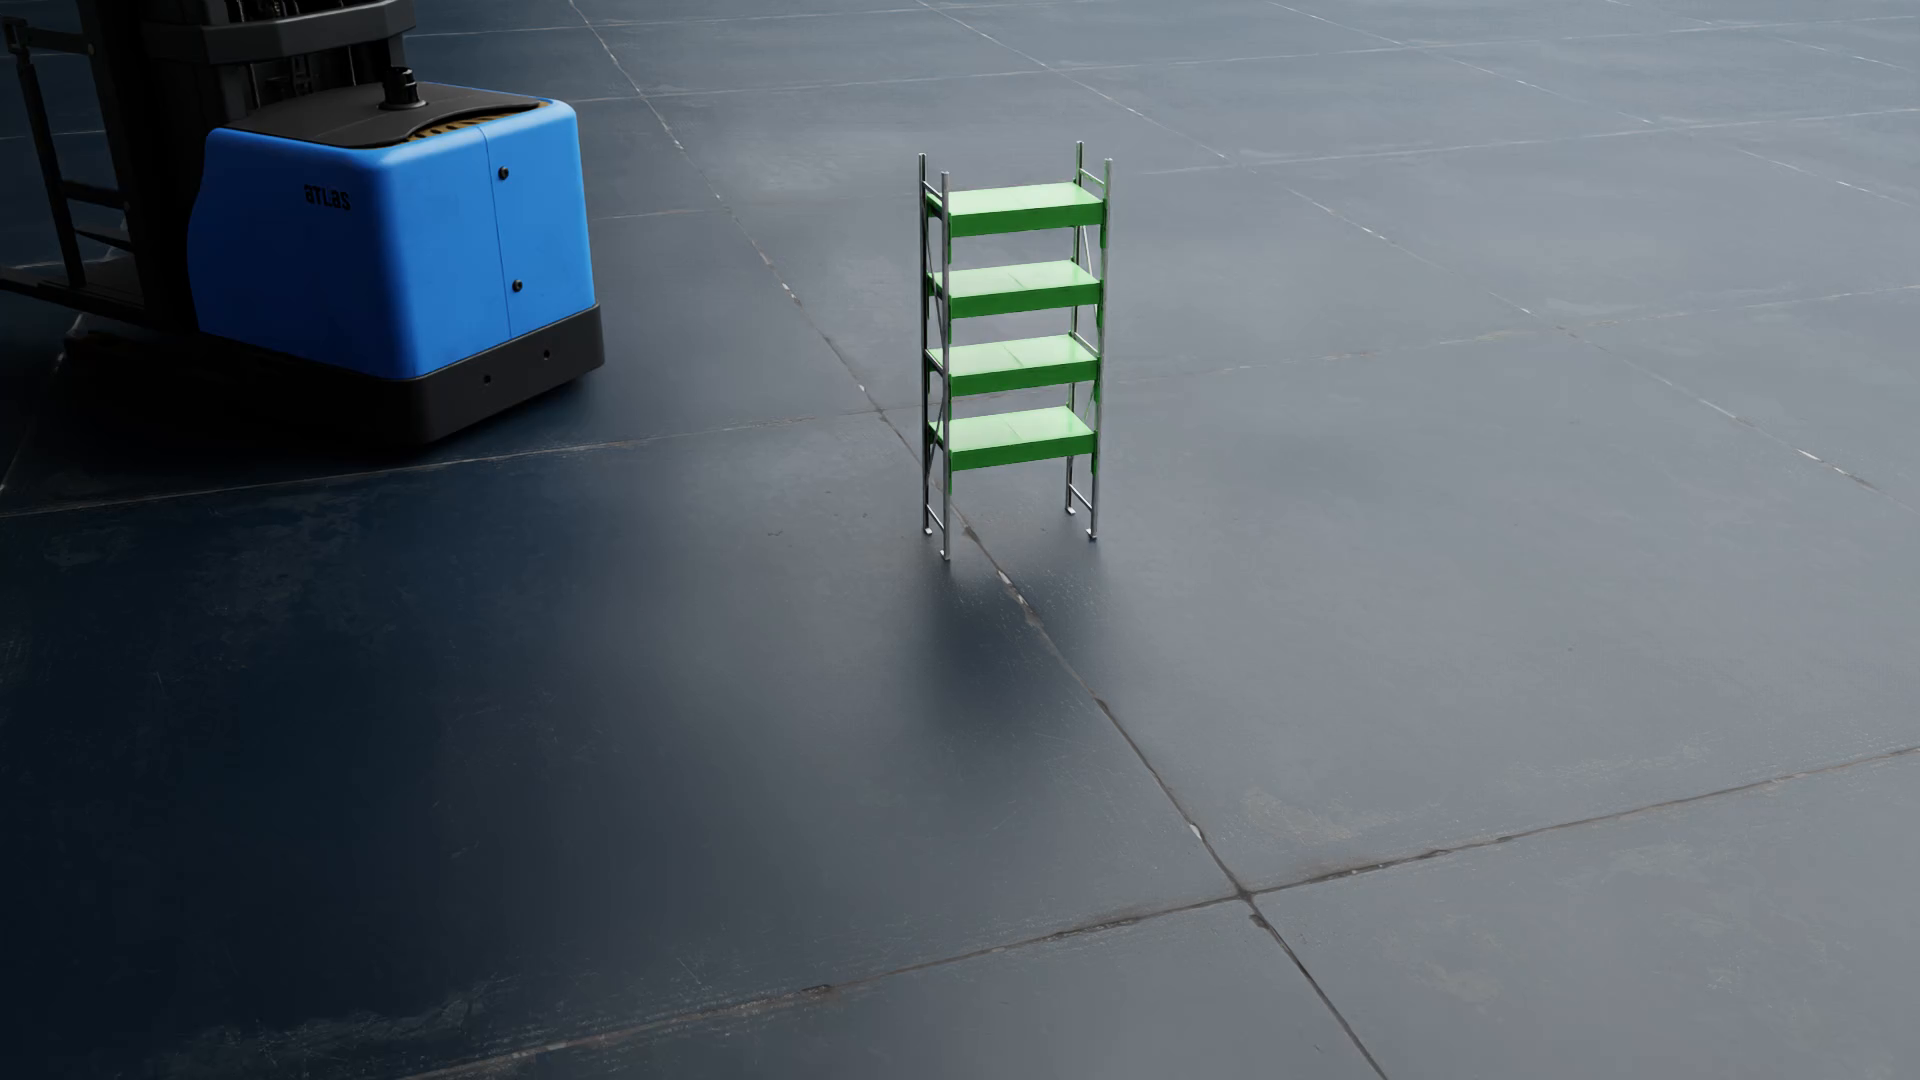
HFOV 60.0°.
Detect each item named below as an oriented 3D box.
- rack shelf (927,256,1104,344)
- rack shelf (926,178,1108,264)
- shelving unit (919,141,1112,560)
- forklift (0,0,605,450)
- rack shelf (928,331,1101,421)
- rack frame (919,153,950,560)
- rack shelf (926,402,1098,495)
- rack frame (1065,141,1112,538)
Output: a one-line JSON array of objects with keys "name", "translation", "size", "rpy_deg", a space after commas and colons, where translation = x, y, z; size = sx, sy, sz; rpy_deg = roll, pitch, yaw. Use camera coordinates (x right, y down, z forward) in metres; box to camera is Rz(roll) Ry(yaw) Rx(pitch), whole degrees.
[{"name": "rack shelf", "translation": [0.157, -0.718, 4.951], "size": [0.480, 0.148, 0.258], "rpy_deg": [-8, 28, -16]}, {"name": "rack shelf", "translation": [0.157, -0.933, 4.844], "size": [0.480, 0.148, 0.258], "rpy_deg": [-8, 28, -16]}, {"name": "shelving unit", "translation": [0.157, -0.560, 5.029], "size": [0.503, 1.200, 0.258], "rpy_deg": [-8, 28, -16]}, {"name": "forklift", "translation": [-2.914, -2.096, 6.176], "size": [3.031, 2.935, 1.130], "rpy_deg": [15, 30, 27]}, {"name": "rack shelf", "translation": [0.157, -0.503, 5.058], "size": [0.480, 0.148, 0.258], "rpy_deg": [-8, 28, -16]}, {"name": "rack frame", "translation": [-0.075, -0.527, 4.961], "size": [0.015, 1.200, 0.240], "rpy_deg": [-8, 28, -16]}, {"name": "rack shelf", "translation": [0.157, -0.288, 5.164], "size": [0.480, 0.148, 0.258], "rpy_deg": [-8, 28, -16]}, {"name": "rack frame", "translation": [0.389, -0.594, 5.097], "size": [0.015, 1.200, 0.240], "rpy_deg": [-8, 28, -16]}]
